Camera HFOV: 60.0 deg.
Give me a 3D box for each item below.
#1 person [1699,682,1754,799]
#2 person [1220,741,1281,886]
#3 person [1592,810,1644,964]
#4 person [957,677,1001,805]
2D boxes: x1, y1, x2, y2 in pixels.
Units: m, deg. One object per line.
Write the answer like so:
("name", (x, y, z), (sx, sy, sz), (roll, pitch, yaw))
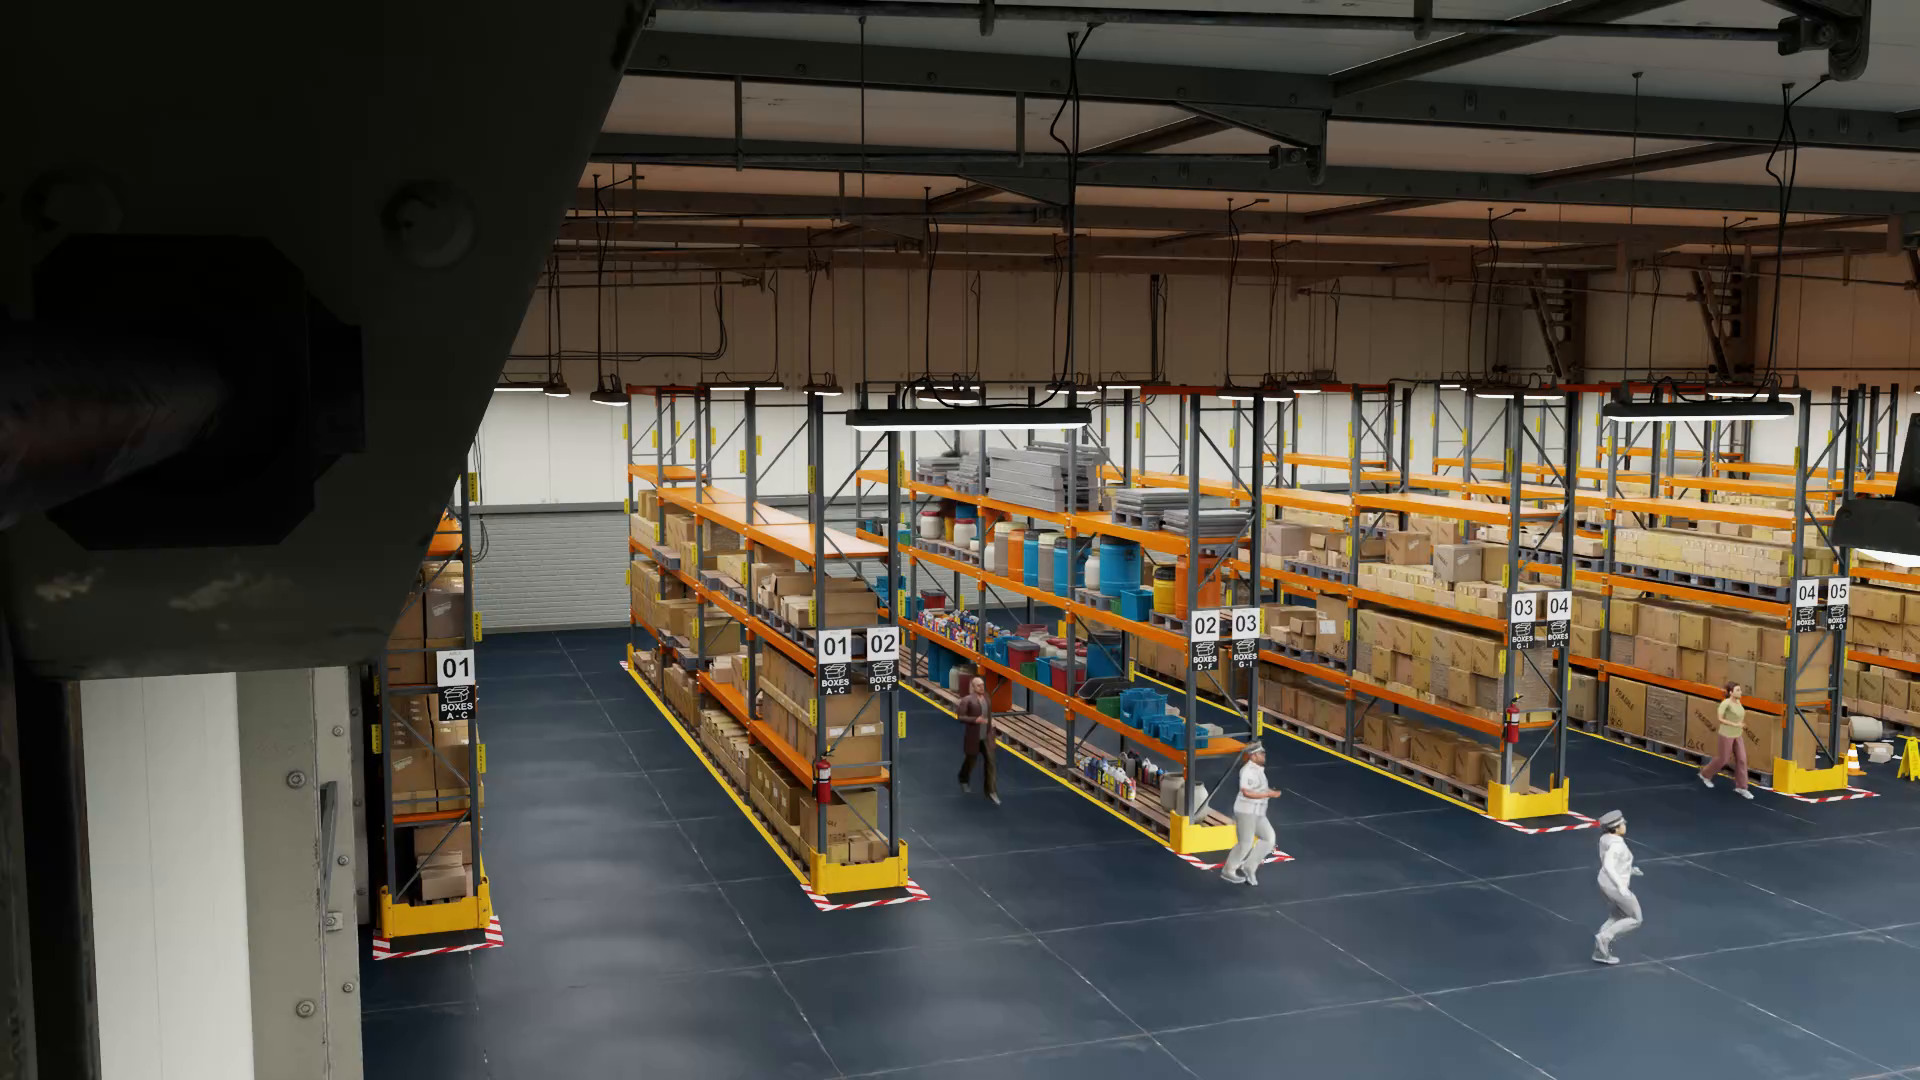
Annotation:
("person", (11.449, 2.943, 24.763), (0.594, 1.699, 0.851), (-3, 7, -30))
("person", (3.622, 3.369, 20.435), (0.707, 1.820, 0.661), (3, 7, 26))
("person", (7.009, 3.687, 17.669), (0.535, 1.659, 0.605), (0, 6, 1))
("person", (0.236, 2.913, 24.415), (0.696, 1.825, 0.950), (-3, 7, -28))
